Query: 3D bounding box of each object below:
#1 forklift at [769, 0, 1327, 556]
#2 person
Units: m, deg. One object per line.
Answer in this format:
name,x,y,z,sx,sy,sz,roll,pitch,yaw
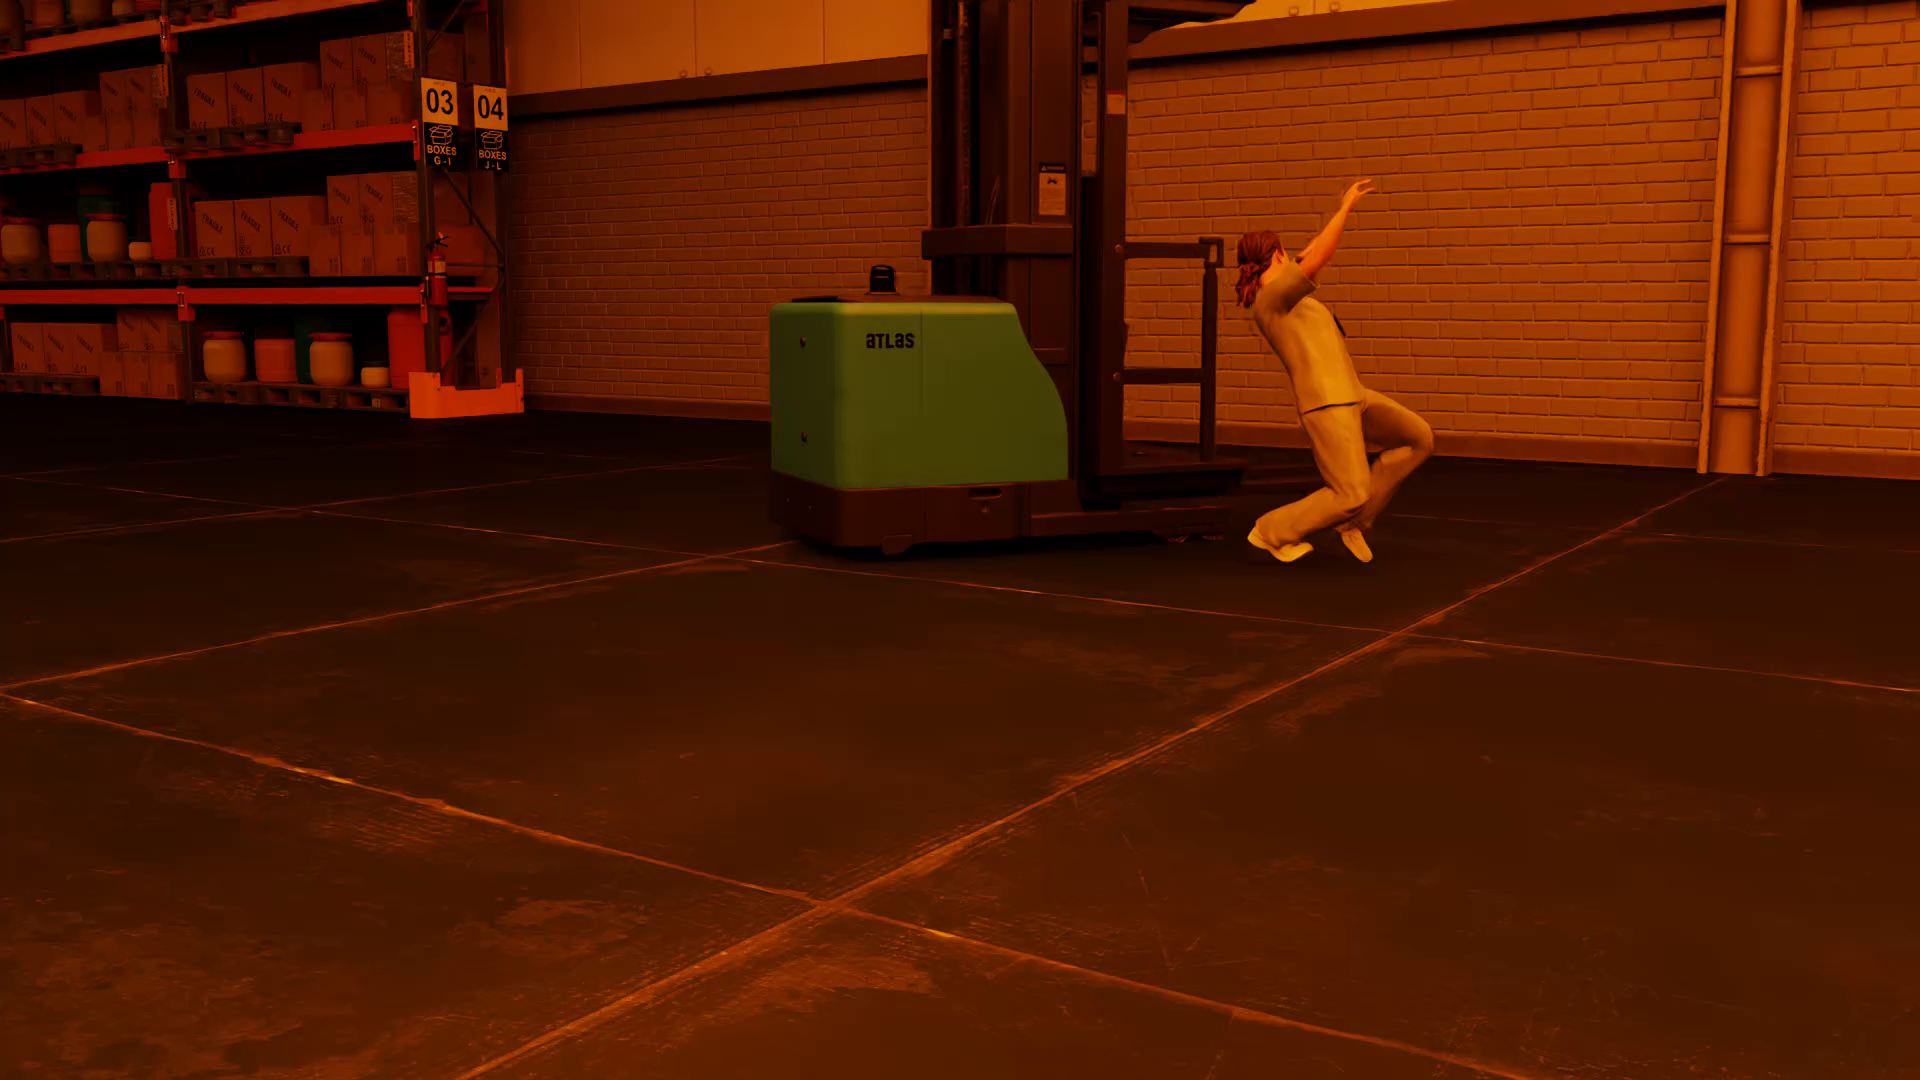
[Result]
forklift,0.676,-1.499,7.731,3.031,2.935,1.130,-4,9,-24
person,1.563,-0.679,6.897,0.789,1.554,0.961,3,9,23
